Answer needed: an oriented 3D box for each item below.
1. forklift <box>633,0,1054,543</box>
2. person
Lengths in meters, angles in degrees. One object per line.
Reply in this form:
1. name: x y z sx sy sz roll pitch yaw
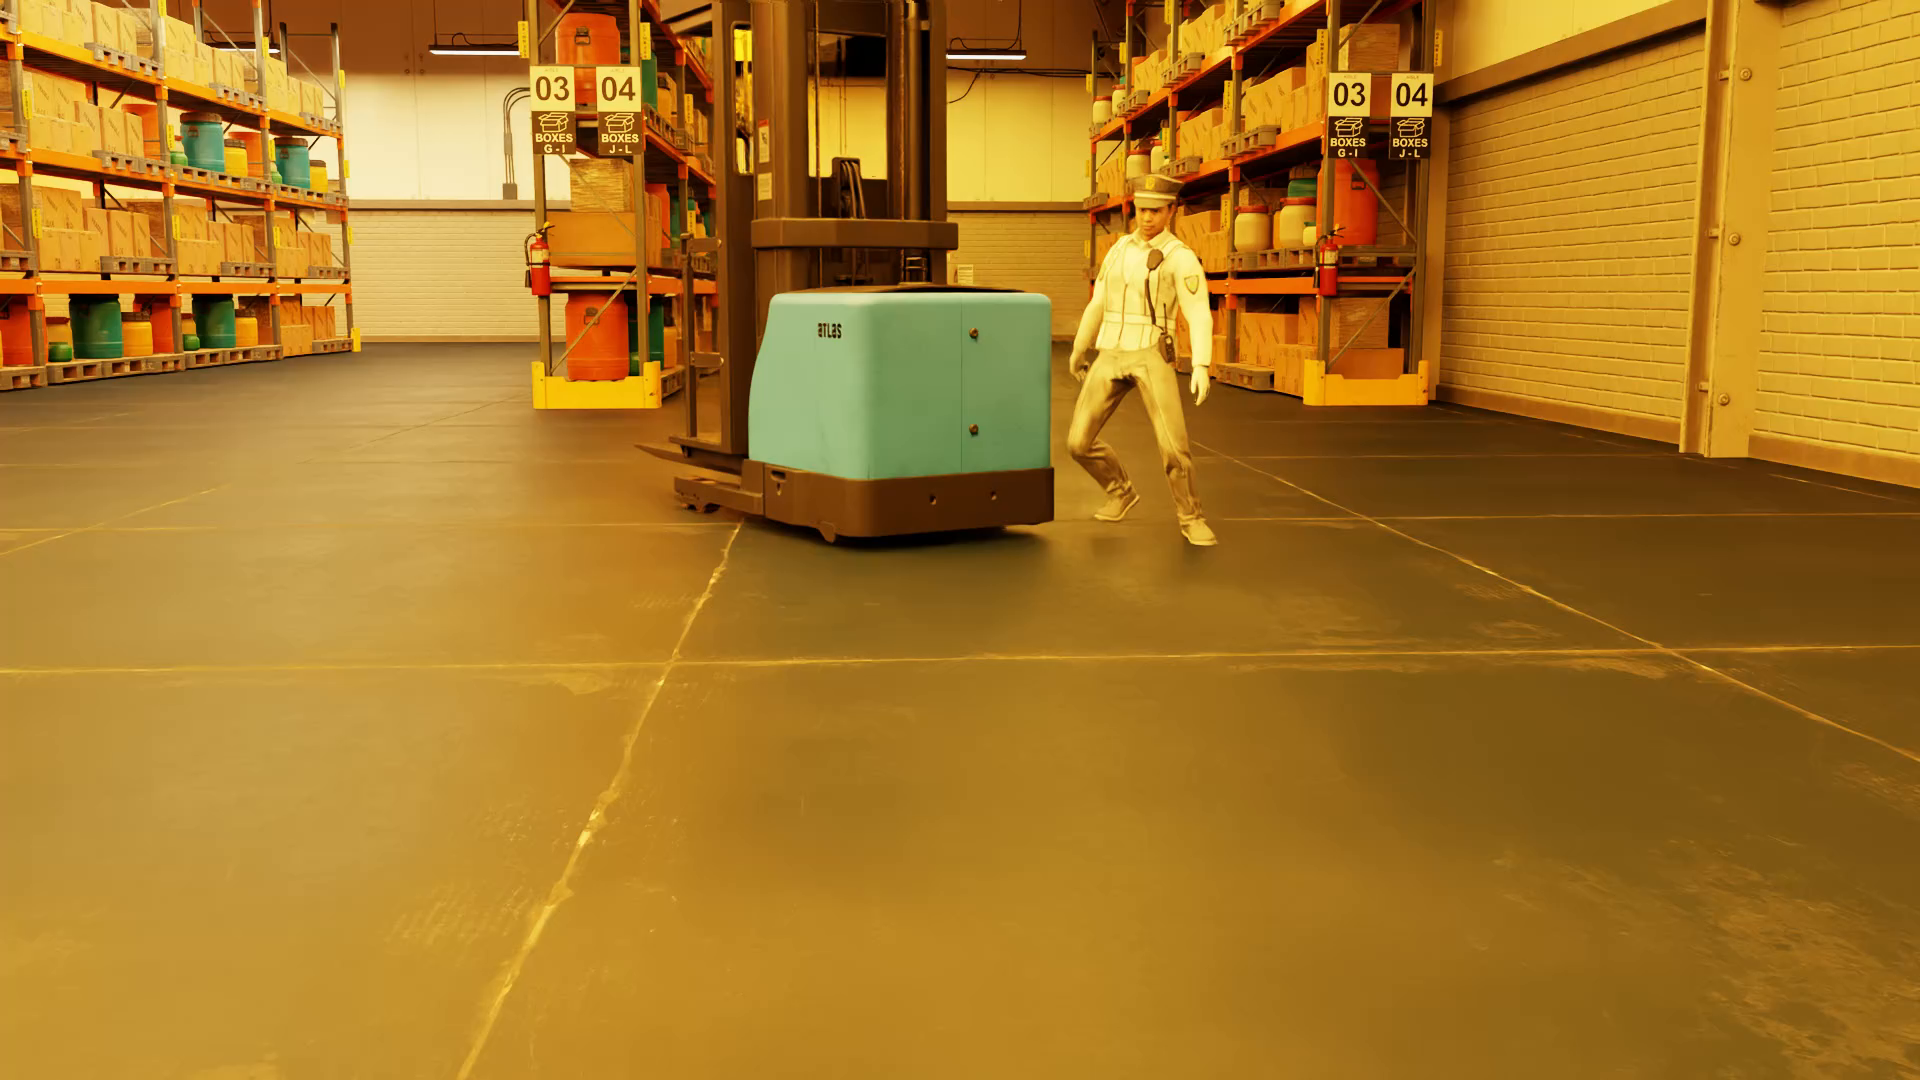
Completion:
1. forklift: -0.782 -1.613 8.192 1.130 2.935 3.031 -5 10 -31
2. person: 0.781 -0.790 7.300 0.817 1.587 0.460 8 12 43
